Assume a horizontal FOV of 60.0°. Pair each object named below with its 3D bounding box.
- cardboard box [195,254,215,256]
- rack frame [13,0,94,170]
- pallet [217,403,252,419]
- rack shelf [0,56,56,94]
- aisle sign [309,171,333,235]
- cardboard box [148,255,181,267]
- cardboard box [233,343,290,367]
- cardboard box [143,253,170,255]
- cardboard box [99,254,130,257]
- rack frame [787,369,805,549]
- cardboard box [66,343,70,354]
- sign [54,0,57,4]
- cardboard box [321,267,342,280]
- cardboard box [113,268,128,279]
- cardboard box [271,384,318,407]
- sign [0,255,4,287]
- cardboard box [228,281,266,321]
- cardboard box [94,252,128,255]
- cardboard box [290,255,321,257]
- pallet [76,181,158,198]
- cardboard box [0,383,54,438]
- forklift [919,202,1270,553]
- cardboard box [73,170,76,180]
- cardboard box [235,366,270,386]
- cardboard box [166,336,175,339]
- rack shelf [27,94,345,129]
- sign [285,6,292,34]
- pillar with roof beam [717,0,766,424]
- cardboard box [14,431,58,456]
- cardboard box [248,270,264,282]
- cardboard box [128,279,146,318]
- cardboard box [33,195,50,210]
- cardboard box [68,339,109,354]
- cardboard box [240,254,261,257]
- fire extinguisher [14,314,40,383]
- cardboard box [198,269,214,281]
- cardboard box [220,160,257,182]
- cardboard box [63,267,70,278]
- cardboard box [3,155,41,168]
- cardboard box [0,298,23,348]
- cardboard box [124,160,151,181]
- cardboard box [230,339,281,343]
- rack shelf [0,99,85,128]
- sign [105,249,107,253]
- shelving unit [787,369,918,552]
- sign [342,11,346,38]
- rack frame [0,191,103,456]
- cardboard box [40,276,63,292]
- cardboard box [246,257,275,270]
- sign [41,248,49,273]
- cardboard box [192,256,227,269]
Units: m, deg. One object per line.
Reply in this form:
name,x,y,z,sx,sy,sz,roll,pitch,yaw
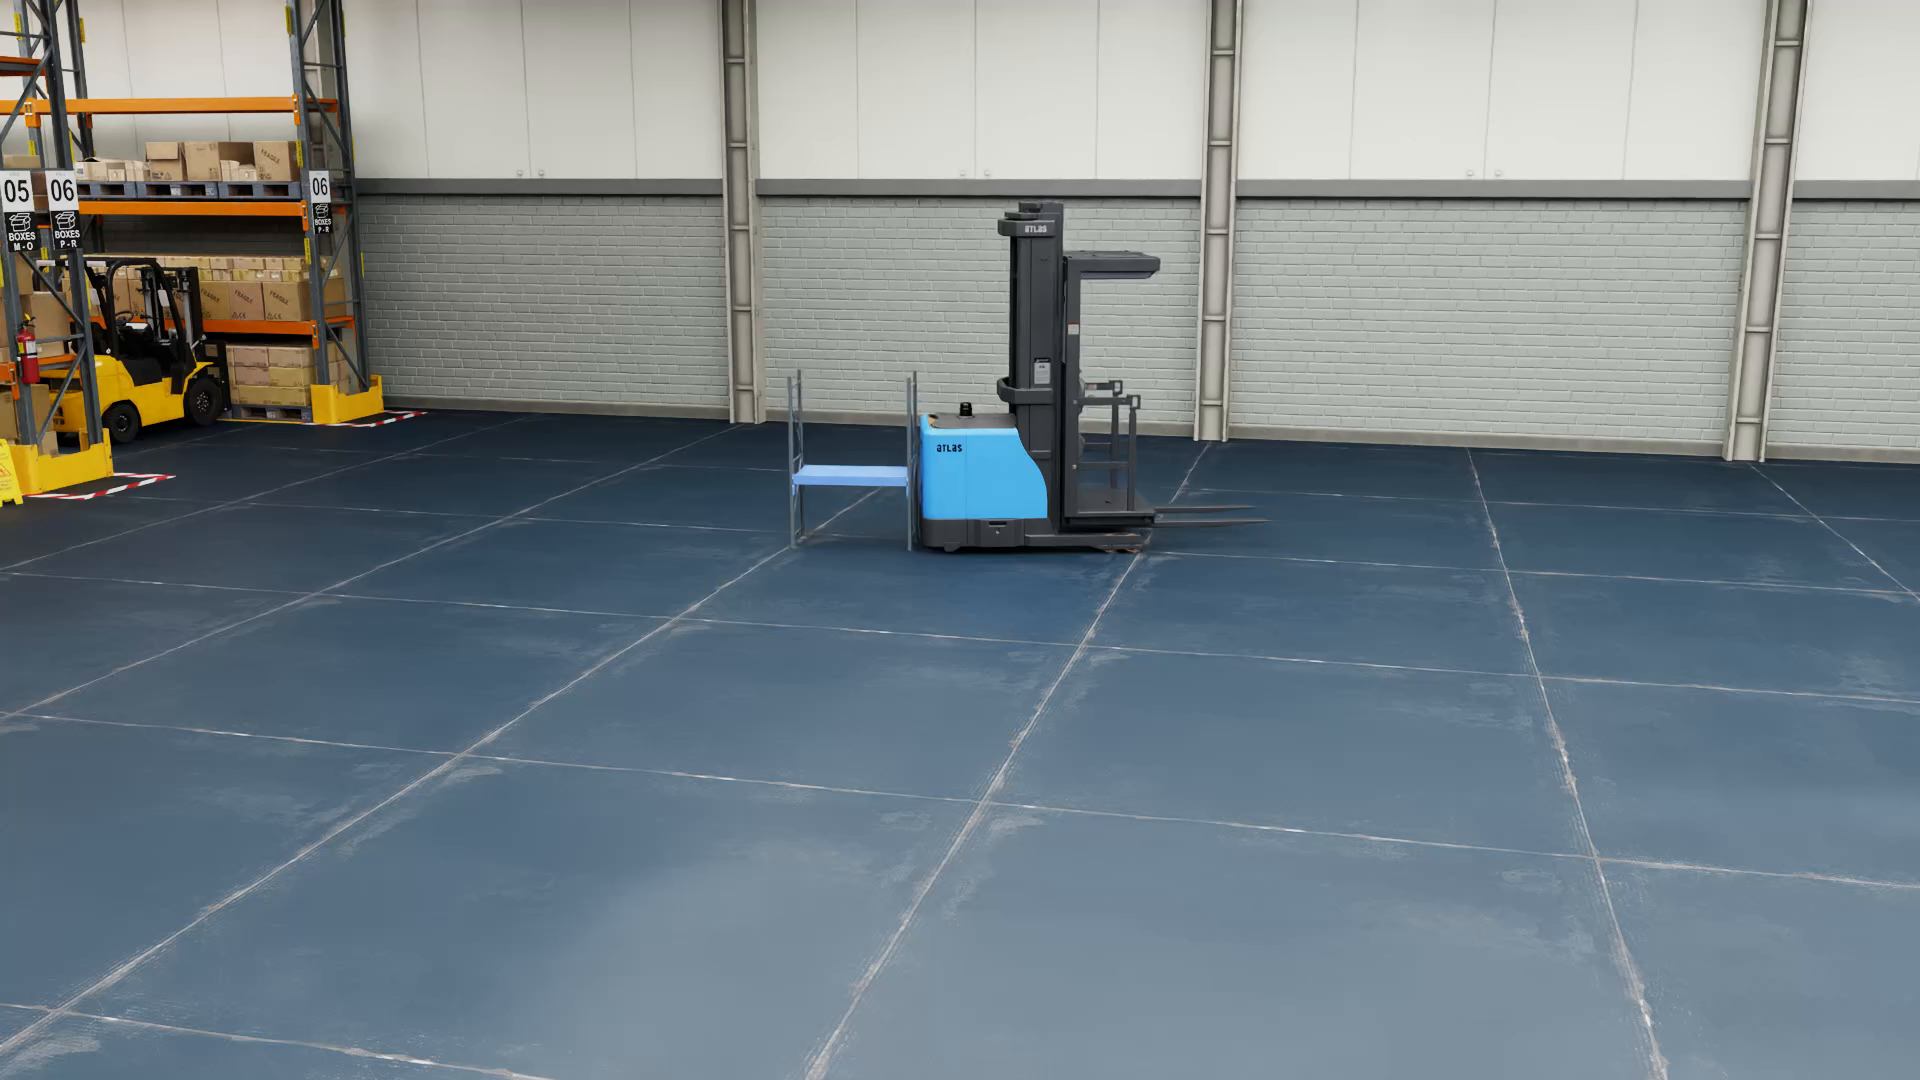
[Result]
cardboard box,-10.154,-3.765,22.365,0.250,0.149,0.380,3,13,15
rack frame,-12.011,-6.229,22.036,0.127,3.000,1.000,3,13,14
pallet,-10.060,-1.826,22.478,1.213,0.211,1.003,3,13,14
rack shelf,-11.255,-4.729,16.940,4.000,0.370,1.077,3,13,14
aisle sign,-8.134,-4.297,21.174,0.004,0.787,0.394,3,13,14
cardboard box,-10.503,-3.682,21.990,0.250,0.149,0.380,3,13,13
cardboard box,-9.146,-2.427,21.820,0.500,0.250,0.500,3,13,15
cardboard box,-10.877,-3.826,22.637,0.250,0.149,0.380,3,13,12
cardboard box,-11.247,-3.727,22.190,0.250,0.149,0.380,3,13,12
rack frame,-1.422,-0.706,14.451,0.032,1.500,0.500,1,13,5
cardboard box,-12.520,-2.371,23.009,0.625,0.625,0.875,4,13,16
sign,-9.183,-5.587,16.799,0.005,0.325,0.100,3,13,14
cardboard box,-8.394,-3.531,21.994,0.250,0.149,0.380,3,13,12
cardboard box,-11.031,-3.545,22.059,0.250,0.149,0.380,3,13,15
cardboard box,-8.659,-1.914,21.813,0.500,0.250,0.500,3,13,14
sign,-9.465,-2.653,16.363,0.005,0.325,0.100,3,13,14
cardboard box,-9.169,-3.141,21.735,0.500,0.500,0.500,3,13,15
cardboard box,-11.628,-3.858,22.784,0.250,0.149,0.380,3,13,14
cardboard box,-8.645,-3.693,22.039,0.250,0.149,0.380,4,13,15
pallet,-11.176,-4.683,22.195,1.213,0.211,1.003,3,13,14
cardboard box,-10.053,-1.379,17.671,0.500,0.500,0.500,3,13,12
forklift,1.165,-1.432,14.420,3.031,2.935,1.130,-1,13,-3
cardboard box,-11.648,-4.809,21.939,0.250,0.149,0.380,3,13,15
cardboard box,-9.159,-2.188,21.893,0.500,0.250,0.500,3,13,13
cardboard box,-10.991,-2.643,22.793,0.500,0.250,0.500,3,13,13
rack shelf,-10.069,-5.579,21.689,4.000,0.370,1.077,3,13,14
sign,-8.271,-6.403,20.479,0.005,0.325,0.100,3,13,14
pillar with roof beam,-3.793,-5.031,16.633,0.400,9.000,9.100,3,13,14
cardboard box,-10.030,-1.012,17.747,0.500,0.250,0.500,3,13,13
cardboard box,-9.023,-3.451,21.635,0.250,0.149,0.380,3,13,15
cardboard box,-10.641,-3.222,22.100,0.500,0.500,0.500,3,13,13
cardboard box,-9.557,-3.476,17.132,0.250,0.149,0.380,3,13,14
cardboard box,-11.616,-2.560,22.419,0.500,0.250,0.500,3,13,13
cardboard box,-9.406,-3.722,22.169,0.250,0.149,0.380,3,13,15
fire extinguisher,-9.312,-1.908,16.589,0.183,0.674,0.296,3,13,14
cardboard box,-9.782,-3.479,21.761,0.250,0.149,0.380,3,13,14
cardboard box,-9.251,-4.738,21.348,0.258,0.266,0.396,3,13,14
cardboard box,-11.764,-3.594,22.280,0.250,0.149,0.380,3,13,13
cardboard box,-9.609,-3.841,16.937,0.250,0.149,0.380,3,13,13
cardboard box,-9.906,-2.213,16.867,0.500,0.500,0.500,3,13,13
cardboard box,-10.642,-4.812,21.684,0.258,0.266,0.396,3,13,12
cardboard box,-9.517,-2.562,22.426,0.500,0.250,0.500,3,13,13
rack shelf,-13.952,-5.787,22.625,4.000,0.370,1.077,3,13,14
sign,-11.879,-3.879,23.109,0.005,0.325,0.100,3,13,14
shelving unit,-0.916,-0.696,14.408,1.048,1.500,0.538,1,13,5
sign,-7.988,-6.672,21.506,0.005,0.325,0.100,3,13,14
rack frame,-9.313,-2.049,17.044,0.127,3.000,1.000,3,13,14
cardboard box,-12.549,-3.443,22.520,0.500,0.250,0.500,3,13,12
cardboard box,-9.033,-3.592,21.584,0.250,0.149,0.380,3,13,15
sign,-12.131,-3.713,22.052,0.005,0.325,0.100,3,13,14
cardboard box,-9.789,-3.623,21.724,0.250,0.149,0.380,3,13,15
